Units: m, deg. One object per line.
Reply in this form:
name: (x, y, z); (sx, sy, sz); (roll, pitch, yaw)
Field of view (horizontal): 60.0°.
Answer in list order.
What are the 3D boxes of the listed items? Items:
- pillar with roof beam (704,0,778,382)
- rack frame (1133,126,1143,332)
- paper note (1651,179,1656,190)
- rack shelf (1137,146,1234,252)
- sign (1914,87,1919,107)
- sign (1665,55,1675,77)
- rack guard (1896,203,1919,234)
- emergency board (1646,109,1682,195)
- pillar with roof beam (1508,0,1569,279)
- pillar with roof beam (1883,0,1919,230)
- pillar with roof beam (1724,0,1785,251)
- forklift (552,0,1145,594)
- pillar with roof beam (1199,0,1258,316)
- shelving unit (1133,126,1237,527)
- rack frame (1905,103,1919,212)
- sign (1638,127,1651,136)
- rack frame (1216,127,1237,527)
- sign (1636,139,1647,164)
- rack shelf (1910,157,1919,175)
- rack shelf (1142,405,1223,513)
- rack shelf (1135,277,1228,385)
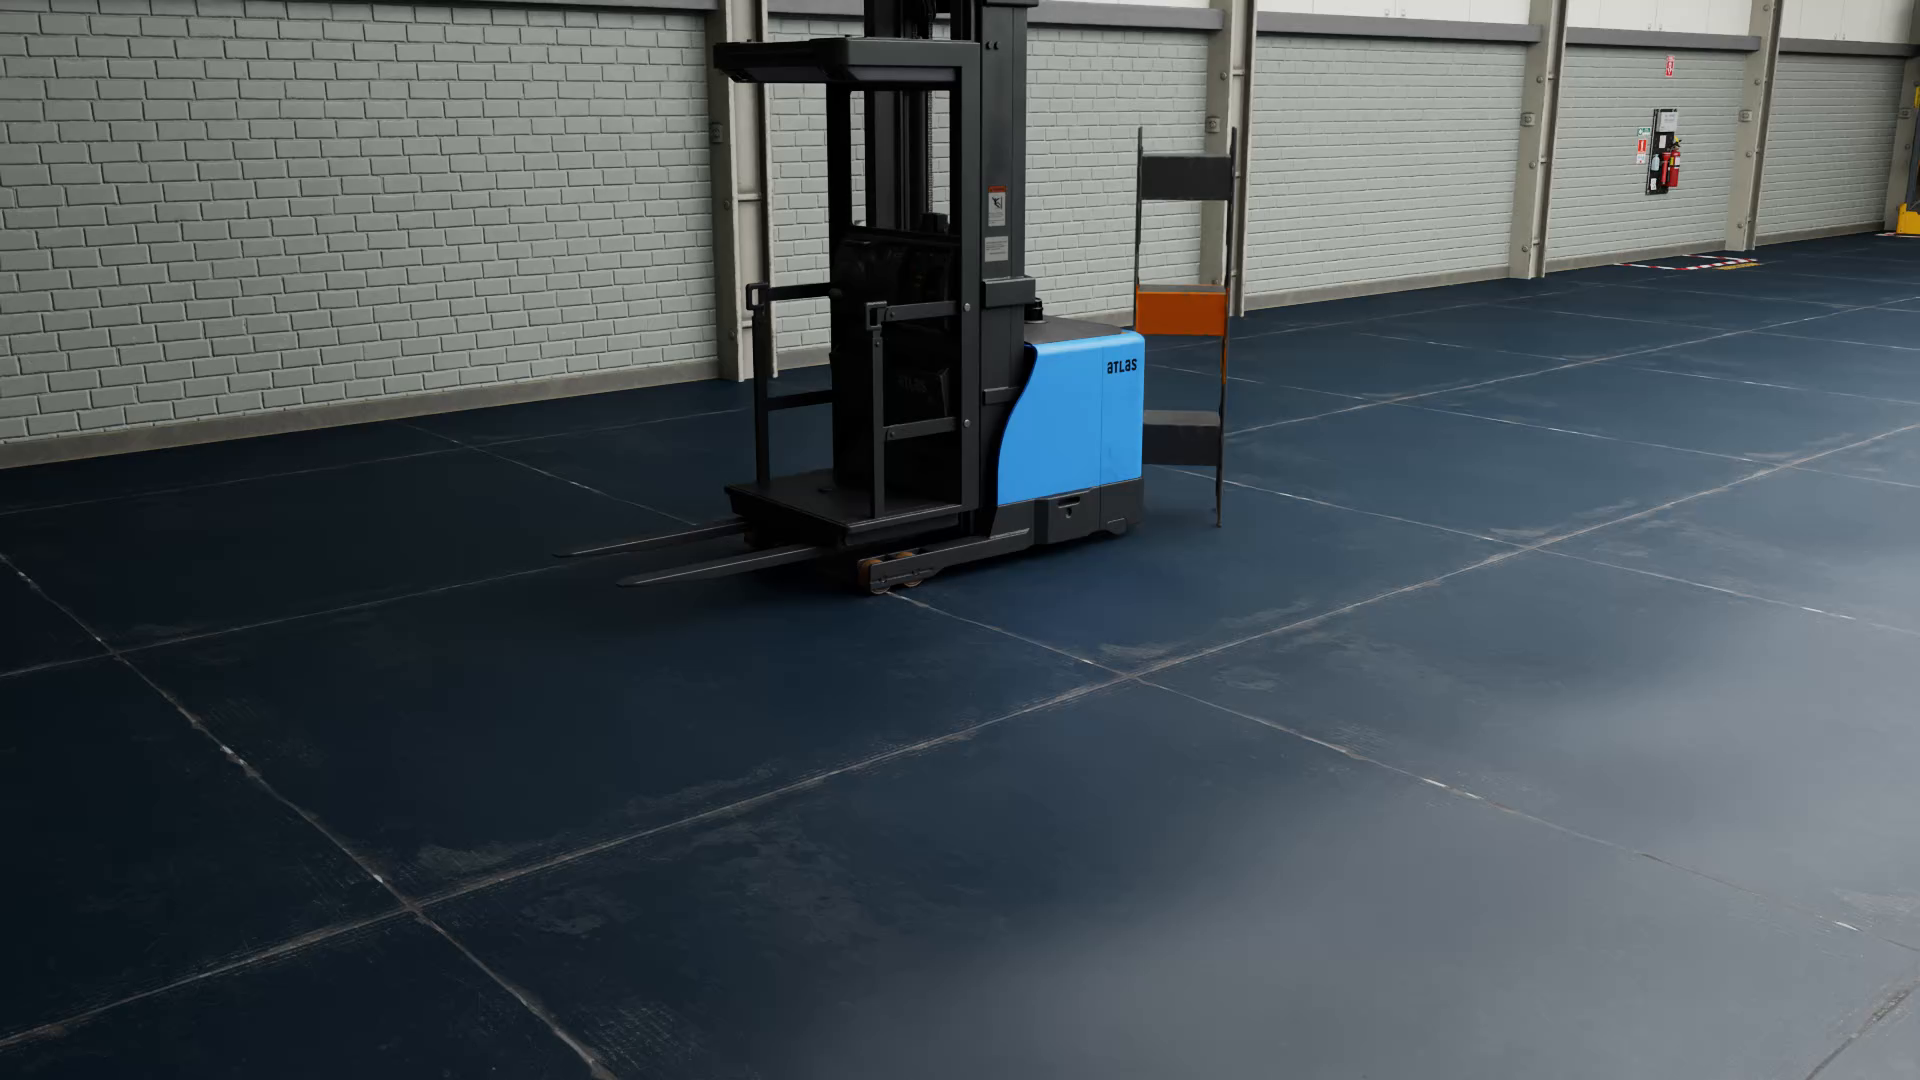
pillar with roof beam: (1.065, -4.865, 9.527); (0.400, 9.000, 9.100); (-13, 19, -39)
rack frame: (0.947, -1.152, 8.995); (0.015, 2.100, 0.400); (2, 15, 7)
paper note: (9.749, -5.001, 23.367); (0.142, 0.148, 0.016); (-13, 19, -39)
rack shelf: (1.189, -1.808, 8.789); (0.480, 0.518, 0.431); (2, 15, 7)
sign: (16.034, -7.407, 27.813); (0.005, 0.325, 0.100); (-13, 19, -39)
sign: (9.857, -6.581, 23.084); (0.199, 0.298, 0.001); (-13, 19, -39)
rack guard: (16.441, -5.389, 27.956); (0.348, 0.500, 1.175); (-13, 19, -39)
emergency board: (9.928, -5.443, 23.315); (0.643, 1.169, 0.194); (-13, 19, -39)
pillar with roof beam: (10.117, -6.898, 17.138); (0.400, 9.000, 9.100); (-13, 19, -39)
pillar with roof beam: (19.170, -8.931, 24.748); (0.400, 9.000, 9.100); (-13, 19, -39)
pillar with roof beam: (14.643, -7.915, 20.943); (0.400, 9.000, 9.100); (-13, 19, -39)
forklift: (-0.488, -1.315, 7.992); (3.031, 2.935, 1.130); (-12, 19, -37)
pillar with roof beam: (5.591, -5.882, 13.333); (0.400, 9.000, 9.100); (-13, 19, -39)
shelving unit: (1.189, -1.144, 8.966); (0.503, 2.100, 0.431); (2, 15, 7)
rack frame: (16.384, -6.584, 27.586); (0.127, 3.000, 1.000); (-13, 19, -39)
sign: (9.453, -5.642, 22.963); (0.331, 0.109, 0.001); (-13, 19, -39)
rack frame: (1.431, -1.137, 8.937); (0.015, 2.100, 0.400); (2, 15, 7)
sign: (9.443, -5.387, 23.035); (0.234, 0.329, 0.001); (-13, 19, -39)
rack shelf: (17.892, -6.575, 28.947); (4.000, 0.370, 1.077); (-13, 19, -39)
rack shelf: (1.189, -0.455, 9.150); (0.480, 0.518, 0.431); (2, 15, 7)
rack shelf: (1.189, -1.131, 8.969); (0.480, 0.518, 0.431); (2, 15, 7)
